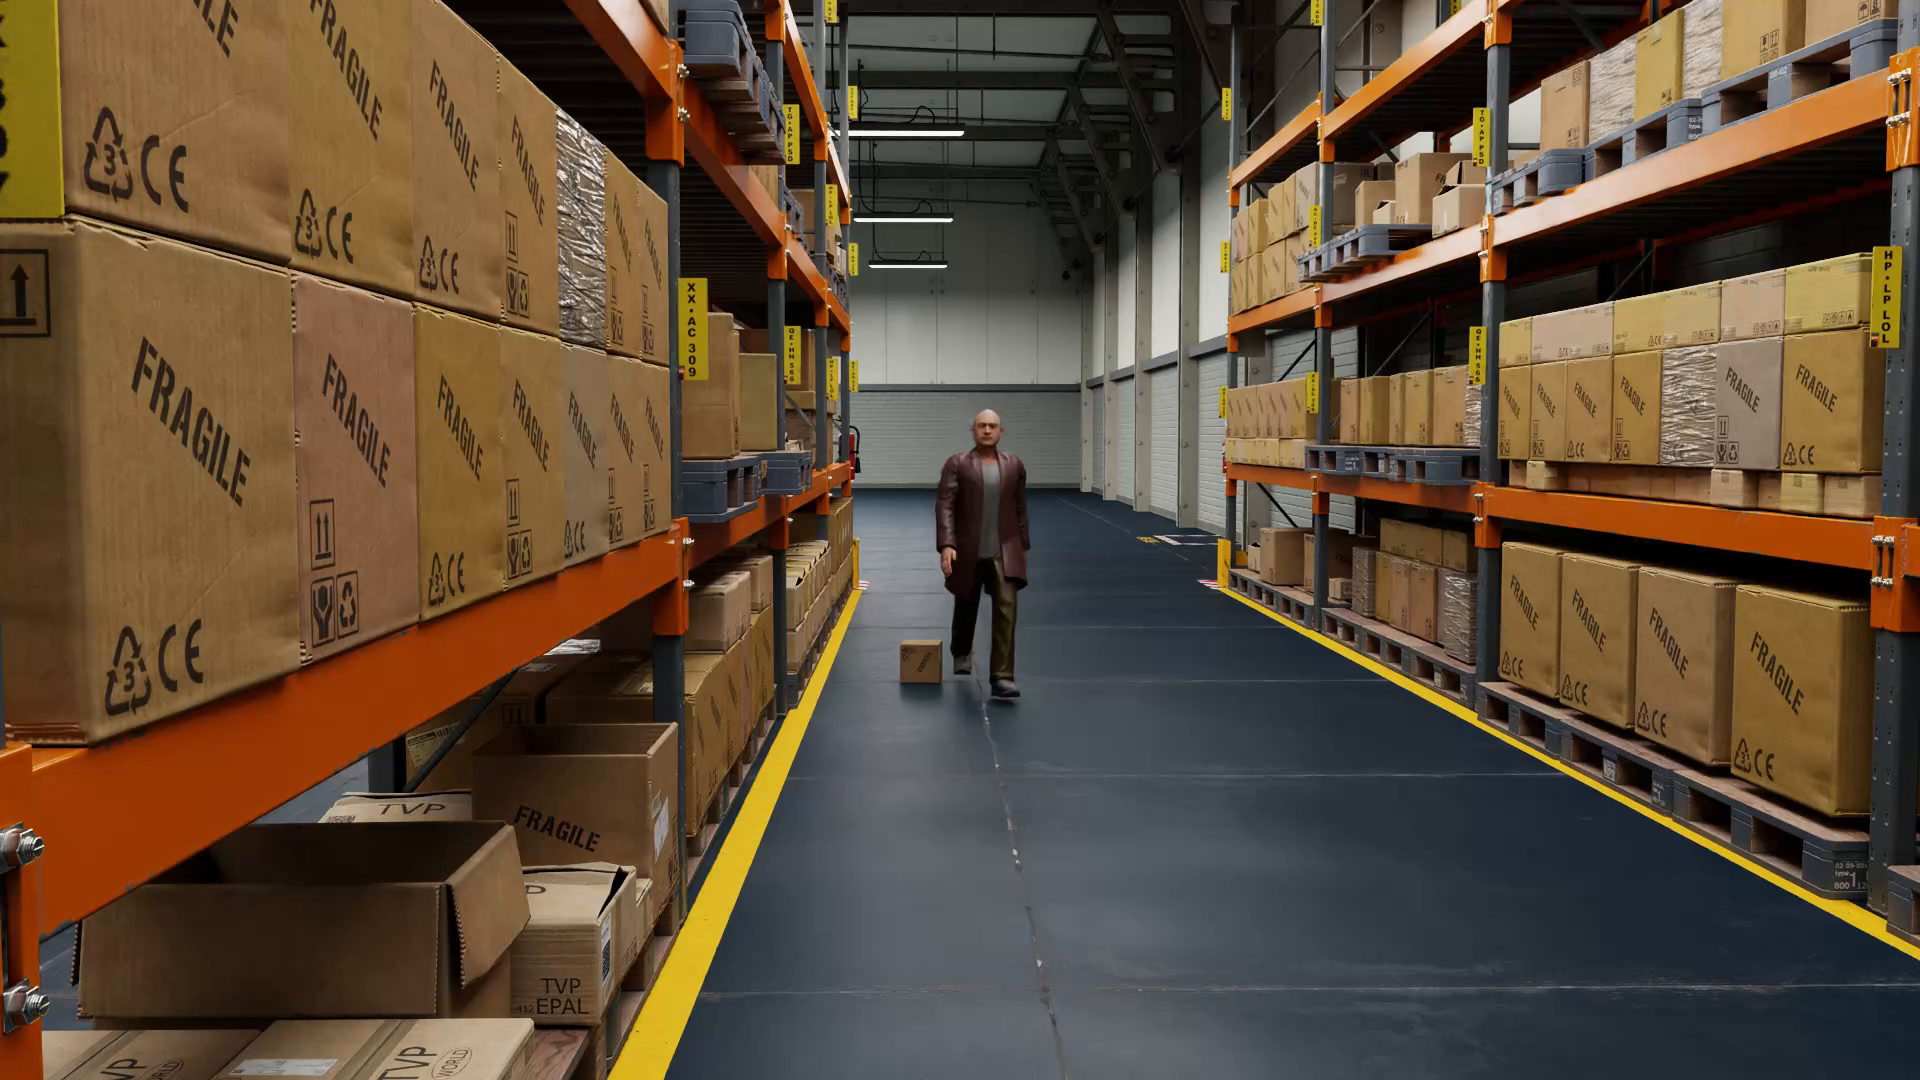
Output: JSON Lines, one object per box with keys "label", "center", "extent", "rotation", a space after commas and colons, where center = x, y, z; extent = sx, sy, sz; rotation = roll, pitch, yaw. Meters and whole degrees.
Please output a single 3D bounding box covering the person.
{"label": "person", "center": [0.150, 0.064, 10.236], "extent": [0.629, 1.728, 1.153], "rotation": [0, 4, -7]}
